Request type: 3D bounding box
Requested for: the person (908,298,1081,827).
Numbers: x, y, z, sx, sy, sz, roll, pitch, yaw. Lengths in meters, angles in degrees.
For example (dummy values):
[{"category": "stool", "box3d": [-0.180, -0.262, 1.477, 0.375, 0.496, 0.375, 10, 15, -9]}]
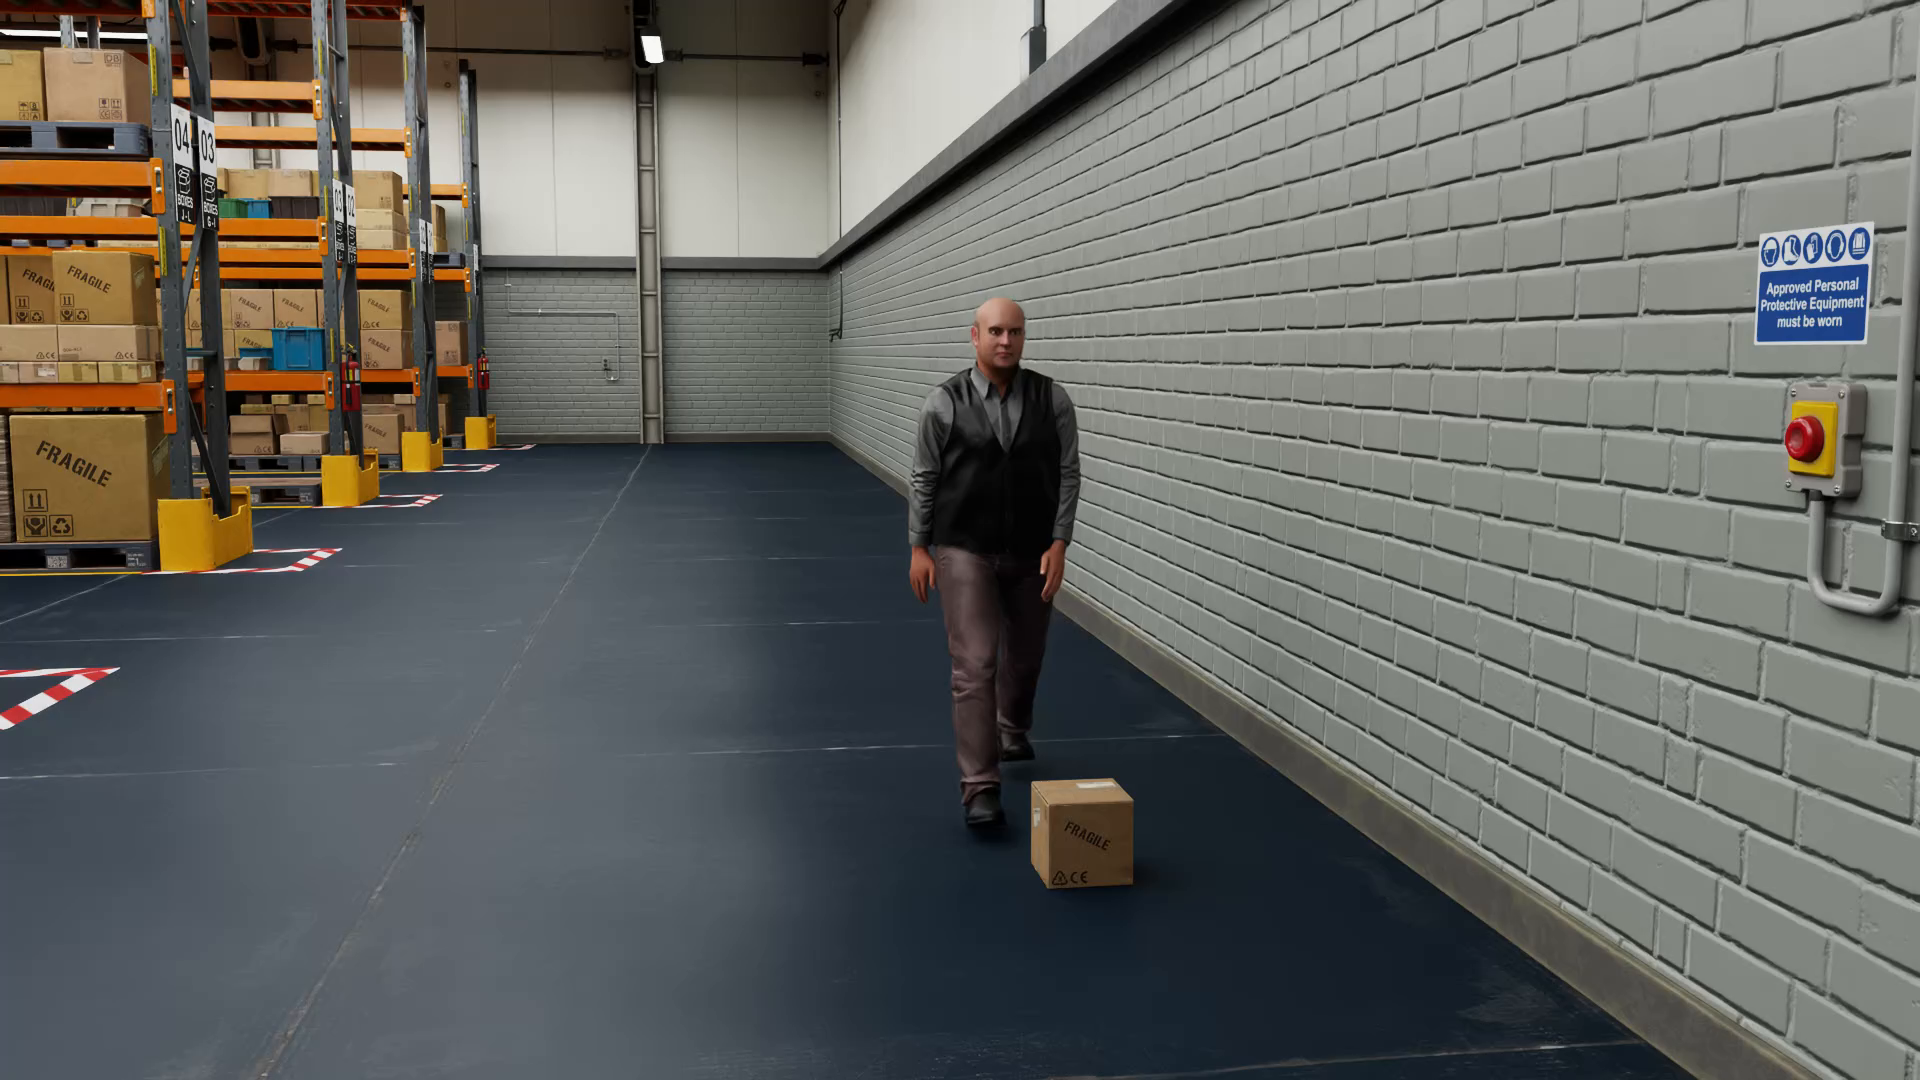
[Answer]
[{"category": "person", "box3d": [0.120, 0.044, 5.533, 0.559, 1.682, 1.047, -1, 7, -12]}]
